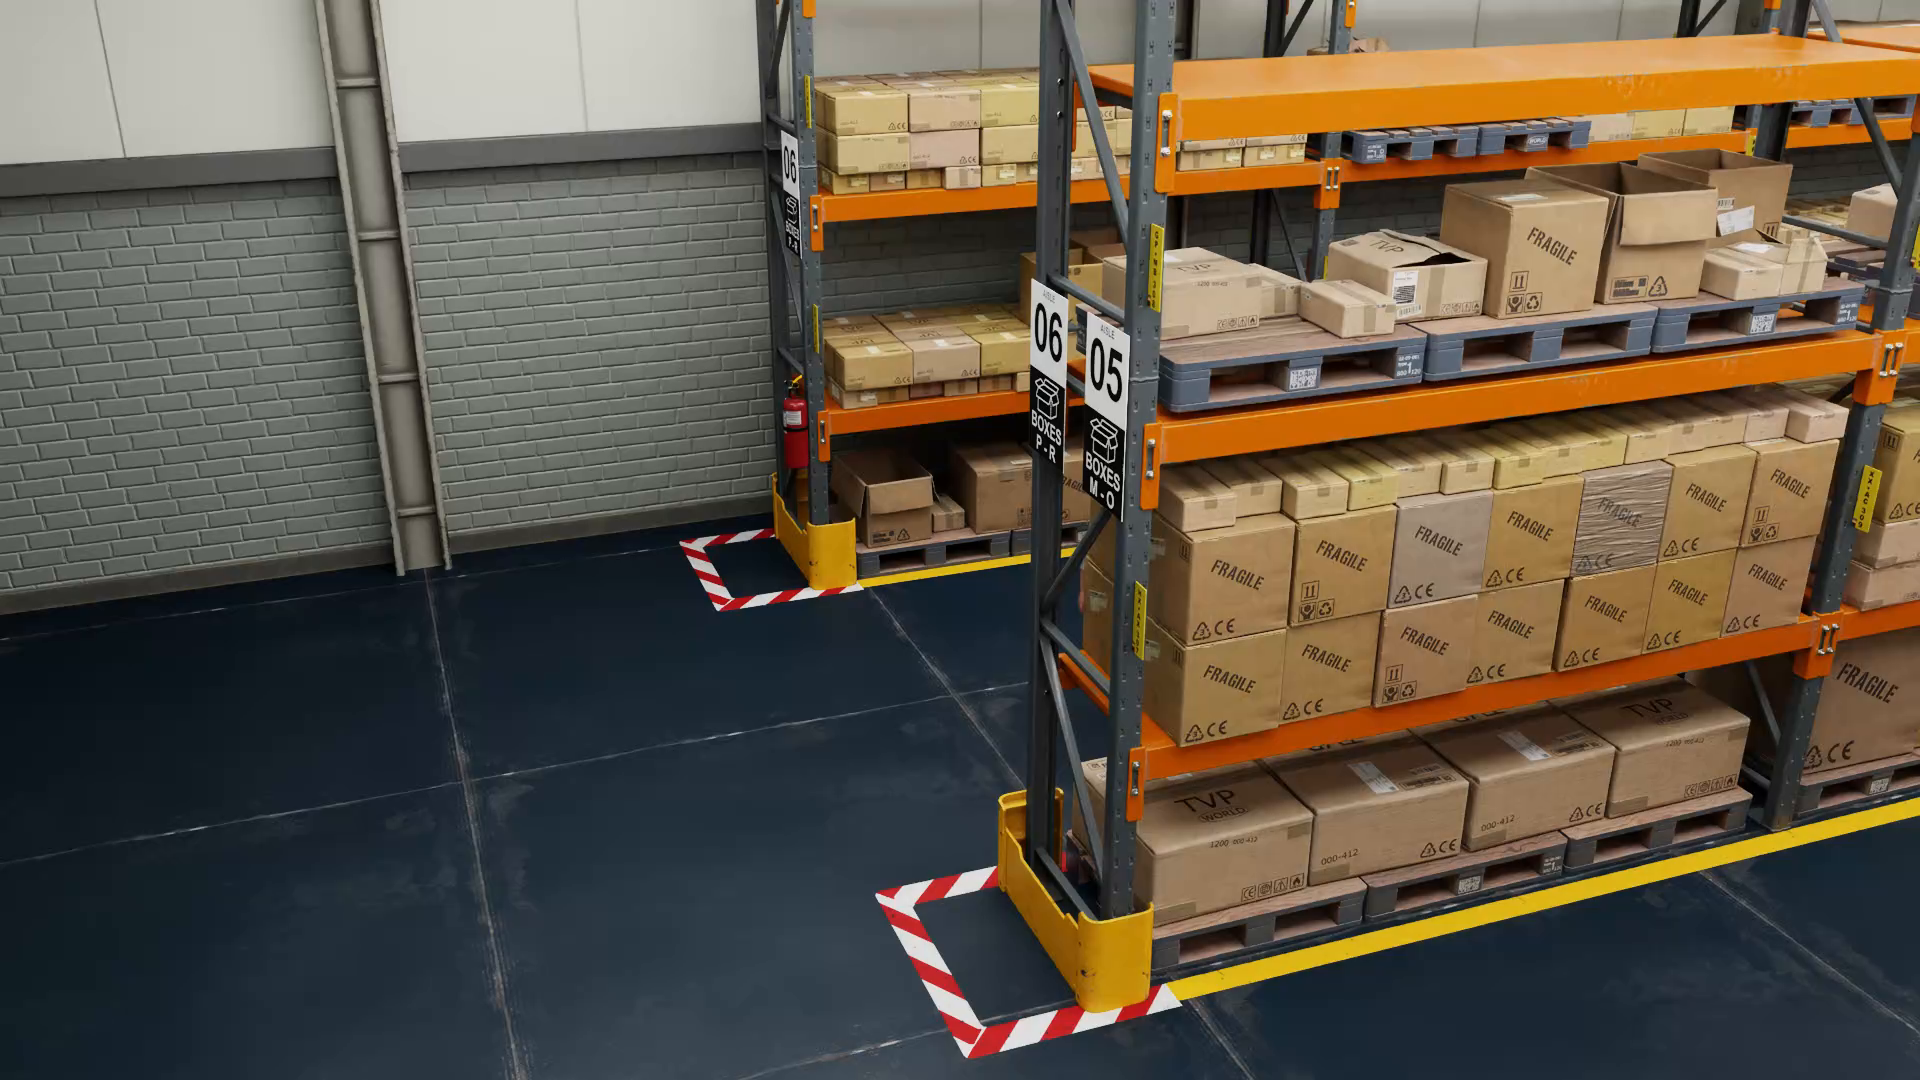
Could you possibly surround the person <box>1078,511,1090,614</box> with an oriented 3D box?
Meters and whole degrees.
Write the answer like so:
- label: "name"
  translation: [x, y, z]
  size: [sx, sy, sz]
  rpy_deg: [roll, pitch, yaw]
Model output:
- label: "person"
  translation: [0.967, 0.332, 9.982]
  size: [0.522, 1.585, 0.439]
  rpy_deg: [18, 29, 37]
